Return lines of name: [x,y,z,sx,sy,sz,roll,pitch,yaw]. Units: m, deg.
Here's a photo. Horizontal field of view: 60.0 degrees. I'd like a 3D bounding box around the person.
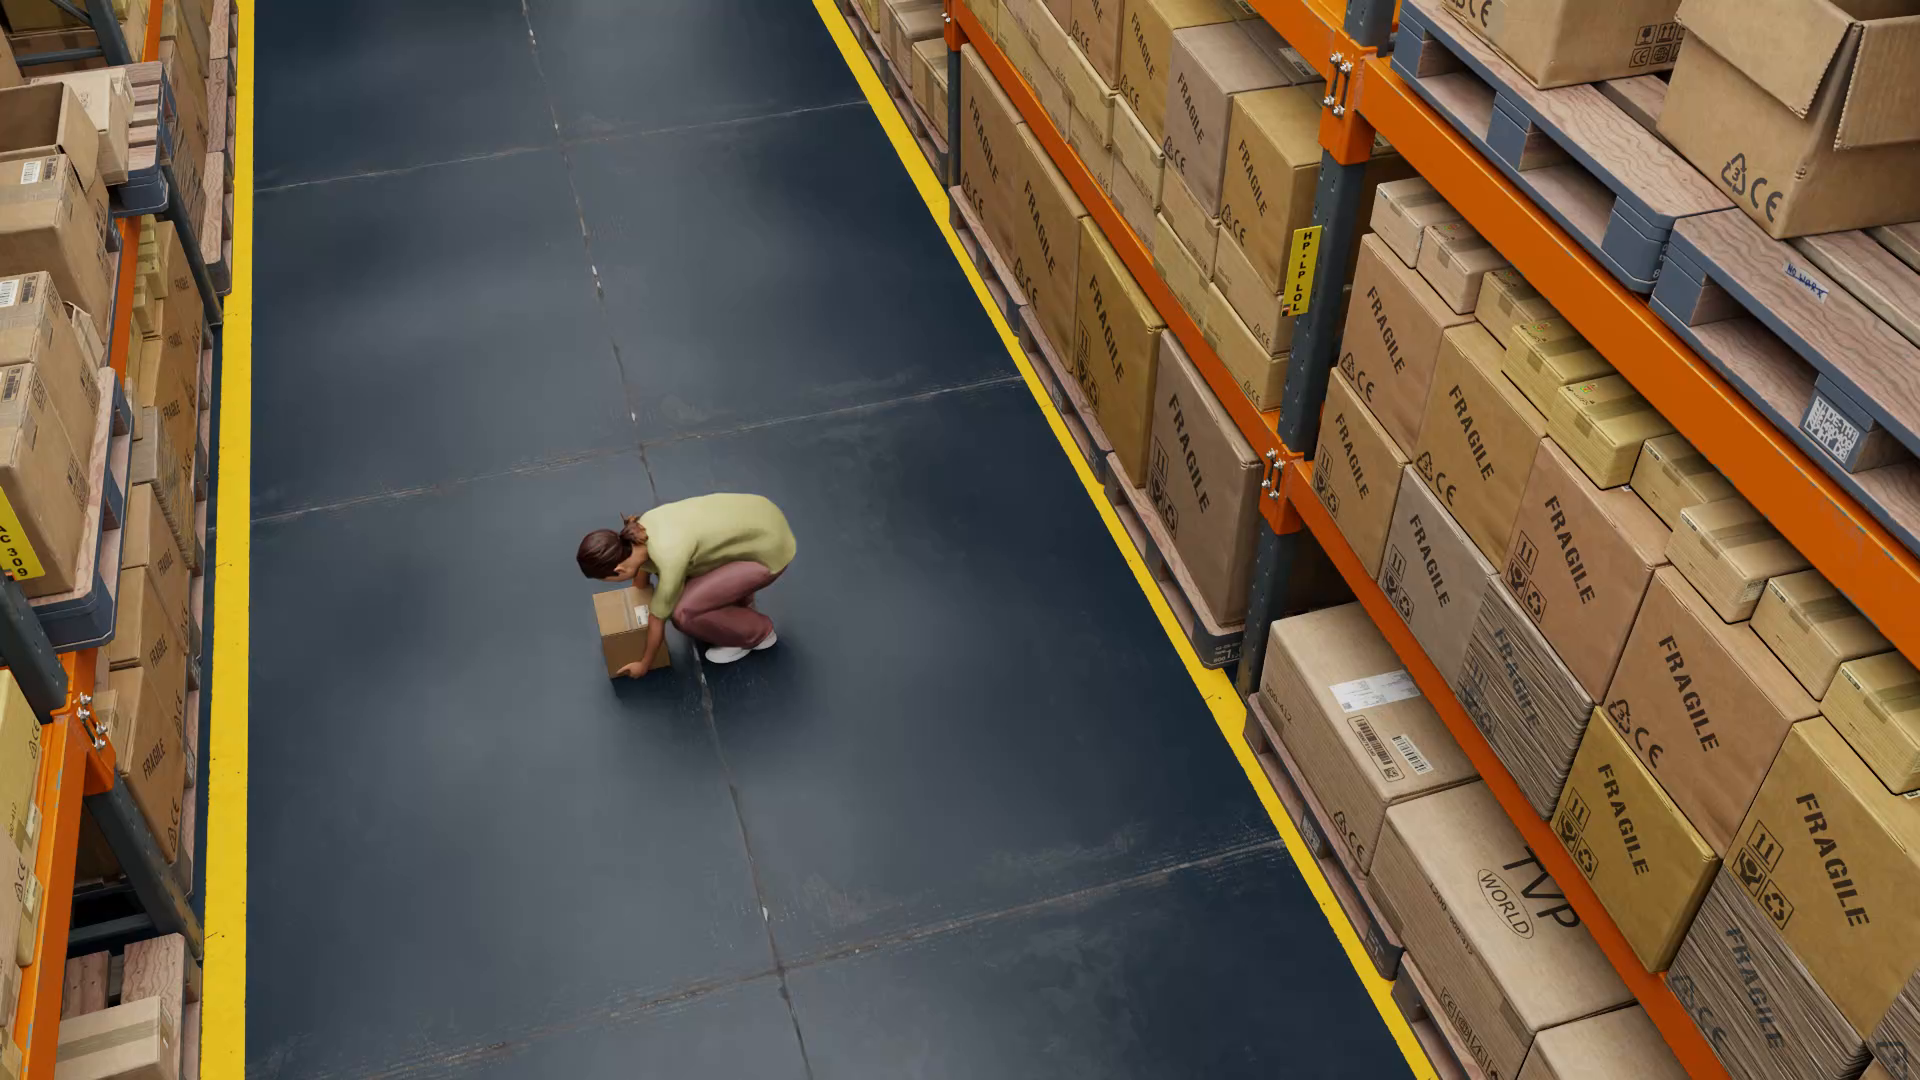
person: [-1.080,0.148,6.702,0.858,0.767,0.452,-13,44,-14]
